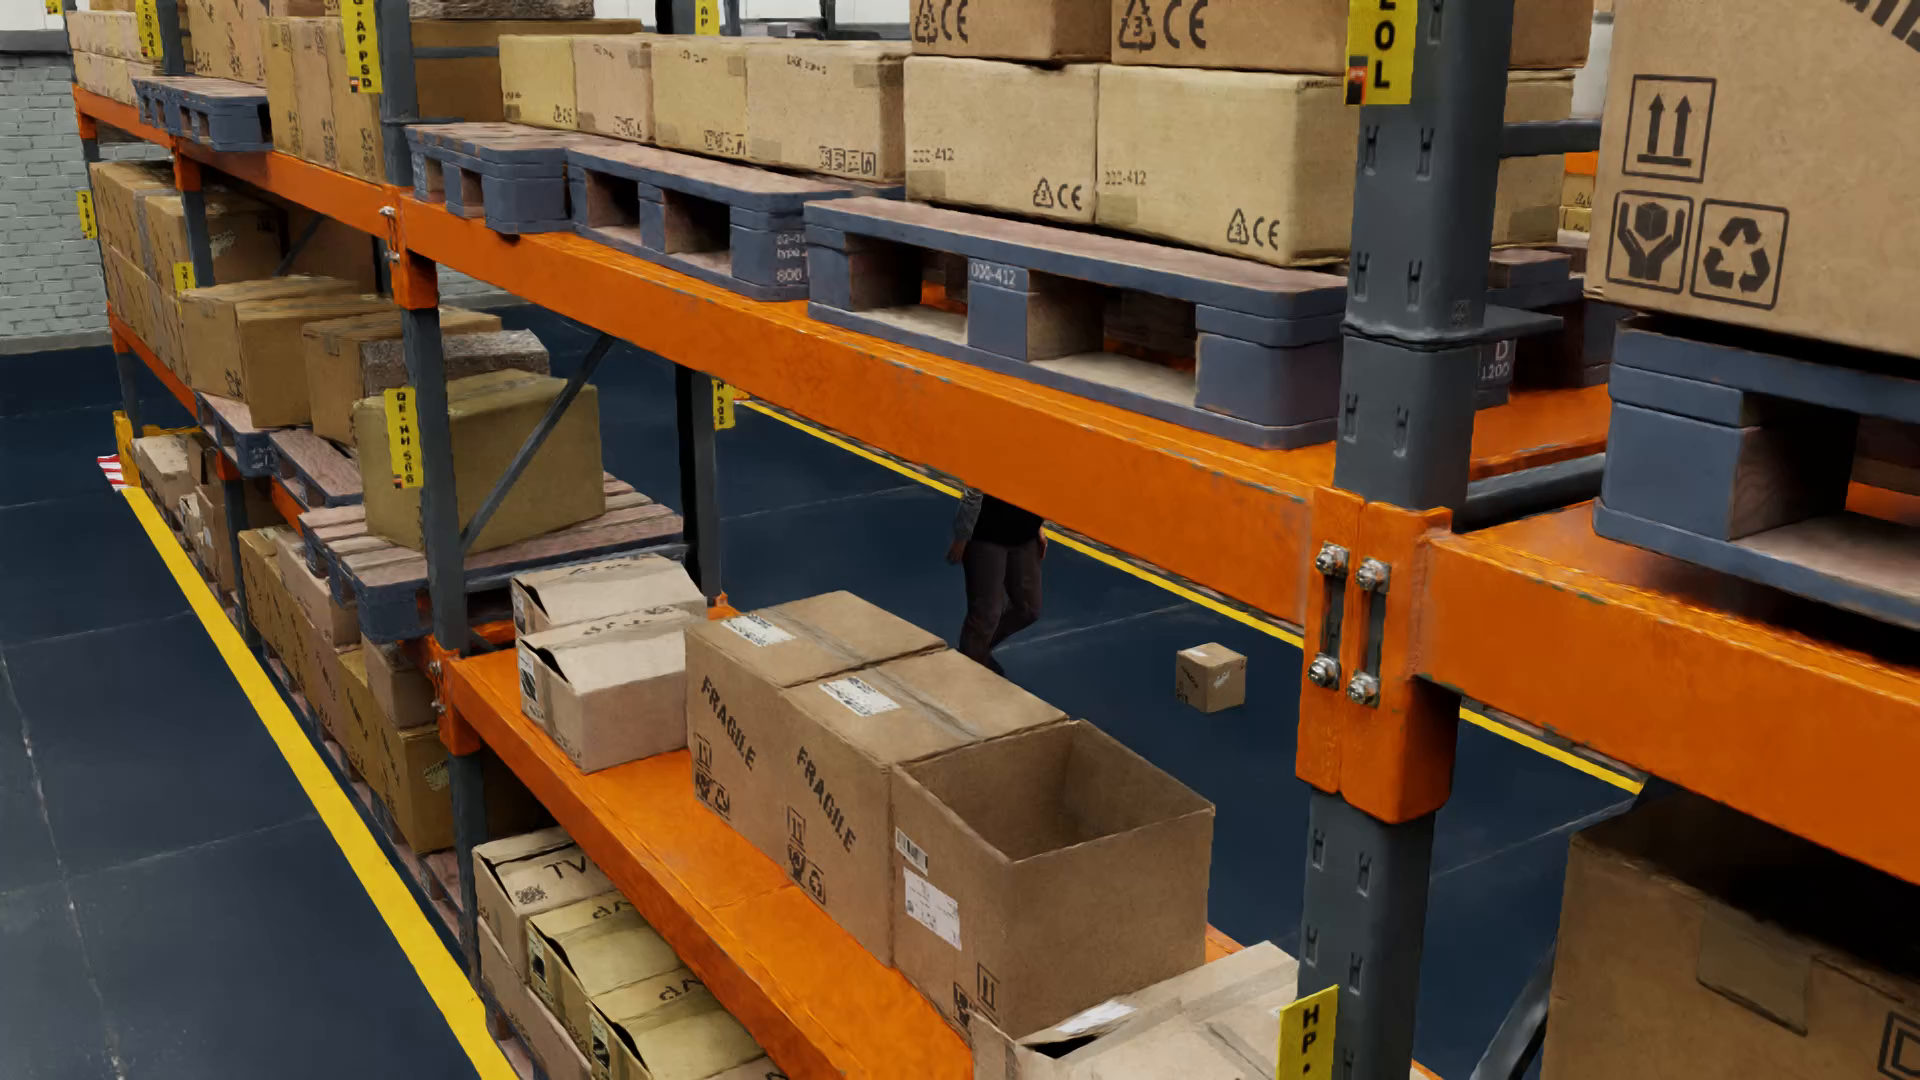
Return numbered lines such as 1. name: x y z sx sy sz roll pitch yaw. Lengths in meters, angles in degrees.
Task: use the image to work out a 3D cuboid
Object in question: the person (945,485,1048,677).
1. person: 0.183 -0.005 8.132 0.620 1.700 0.547 12 22 34
